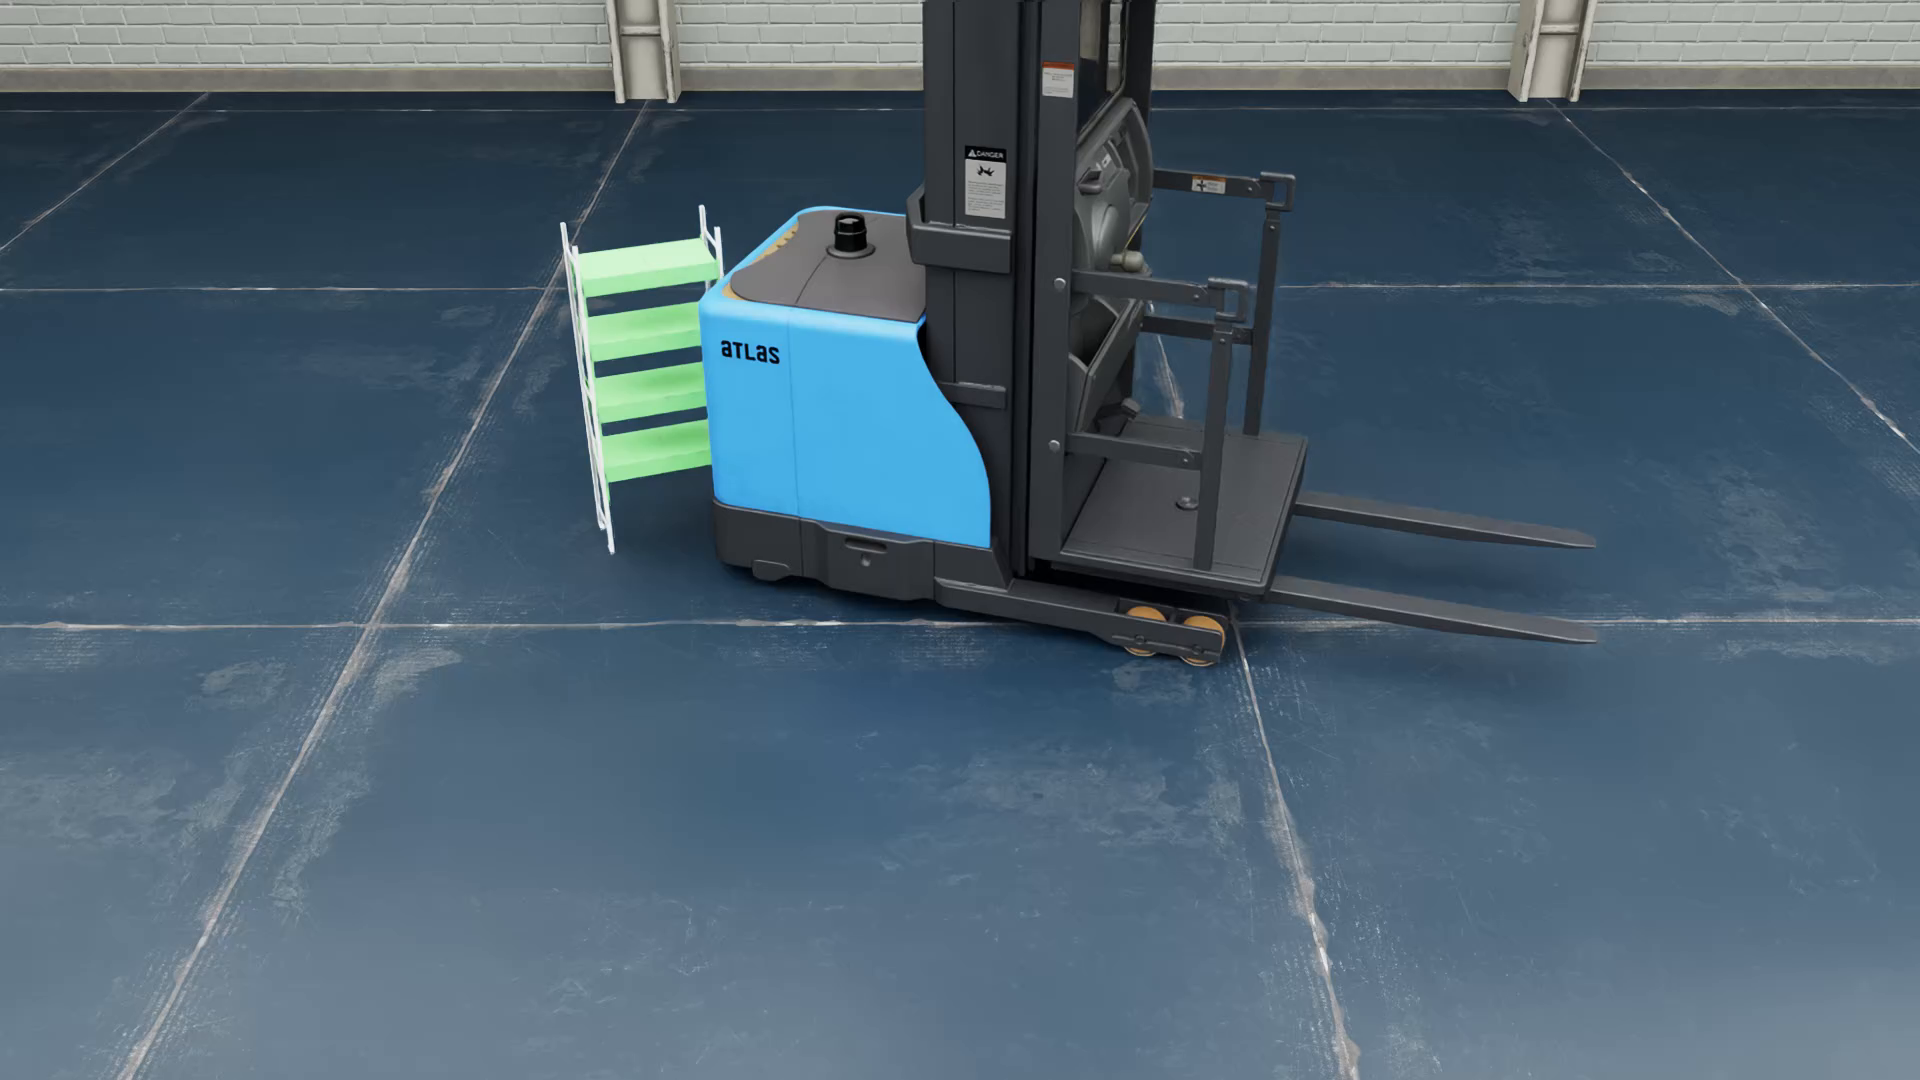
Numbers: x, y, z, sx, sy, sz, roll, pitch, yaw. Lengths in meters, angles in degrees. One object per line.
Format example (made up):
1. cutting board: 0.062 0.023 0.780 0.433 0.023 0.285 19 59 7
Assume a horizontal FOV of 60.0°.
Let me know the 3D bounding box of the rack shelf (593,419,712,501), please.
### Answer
1. rack shelf: -1.104 -0.308 6.185 0.480 0.148 0.258 -11 33 -18

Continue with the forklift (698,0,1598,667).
1. forklift: 0.685 -1.140 5.304 3.031 2.935 1.130 9 32 15

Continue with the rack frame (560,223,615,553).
1. rack frame: -1.330 -0.522 5.951 0.015 1.200 0.240 -11 33 -18

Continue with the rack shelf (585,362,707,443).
1. rack shelf: -1.103 -0.513 6.061 0.480 0.148 0.258 -11 33 -18

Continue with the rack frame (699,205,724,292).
1. rack frame: -0.876 -0.614 6.105 0.015 1.200 0.240 -11 33 -18

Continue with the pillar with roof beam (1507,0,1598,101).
1. pillar with roof beam: 3.941 -4.612 5.176 0.400 9.000 9.100 0 31 0

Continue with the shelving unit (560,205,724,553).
1. shelving unit: -1.103 -0.568 6.028 0.503 1.200 0.258 -11 33 -18

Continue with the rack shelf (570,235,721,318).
1. rack shelf: -1.101 -0.924 5.812 0.480 0.148 0.258 -11 33 -18

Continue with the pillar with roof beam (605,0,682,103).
1. pillar with roof beam: -2.059 -4.593 5.146 0.400 9.000 9.100 0 31 0

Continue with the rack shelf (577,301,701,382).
1. rack shelf: -1.102 -0.719 5.936 0.480 0.148 0.258 -11 33 -18
